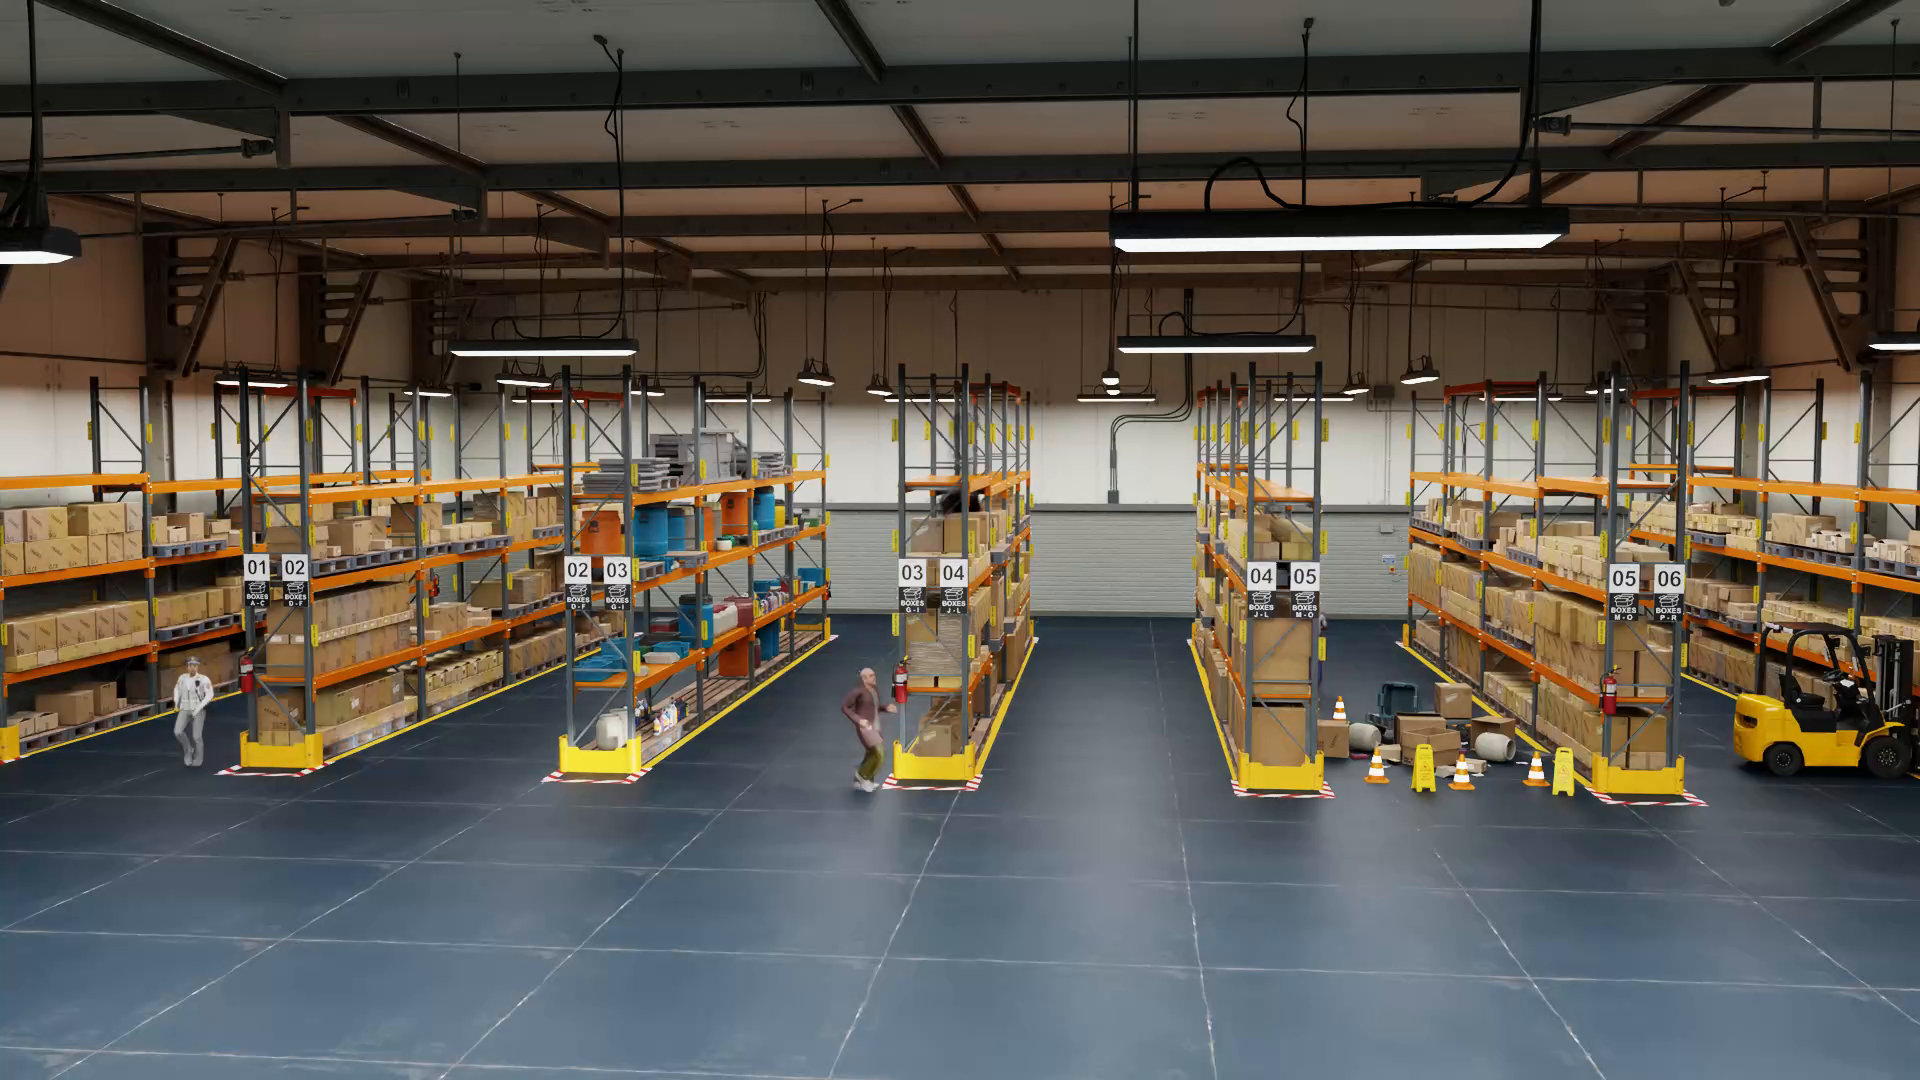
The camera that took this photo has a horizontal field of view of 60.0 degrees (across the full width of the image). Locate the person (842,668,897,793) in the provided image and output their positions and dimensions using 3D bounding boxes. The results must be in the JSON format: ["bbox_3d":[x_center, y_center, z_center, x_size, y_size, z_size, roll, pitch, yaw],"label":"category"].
[{"bbox_3d":[-1.240,2.757,23.086,0.710,1.566,0.716,2,4,24],"label":"person"}]

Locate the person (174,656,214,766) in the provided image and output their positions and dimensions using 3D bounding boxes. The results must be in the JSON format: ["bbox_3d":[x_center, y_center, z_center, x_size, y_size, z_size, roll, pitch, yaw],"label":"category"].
[{"bbox_3d":[-11.533,2.569,24.946,0.636,1.654,0.572,0,4,-3],"label":"person"}]

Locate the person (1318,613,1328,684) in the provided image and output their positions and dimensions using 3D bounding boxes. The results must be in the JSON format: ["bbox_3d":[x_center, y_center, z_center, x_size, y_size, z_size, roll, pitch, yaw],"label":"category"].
[{"bbox_3d":[7.002,2.058,32.949,0.596,1.687,0.854,0,4,-1],"label":"person"}]
